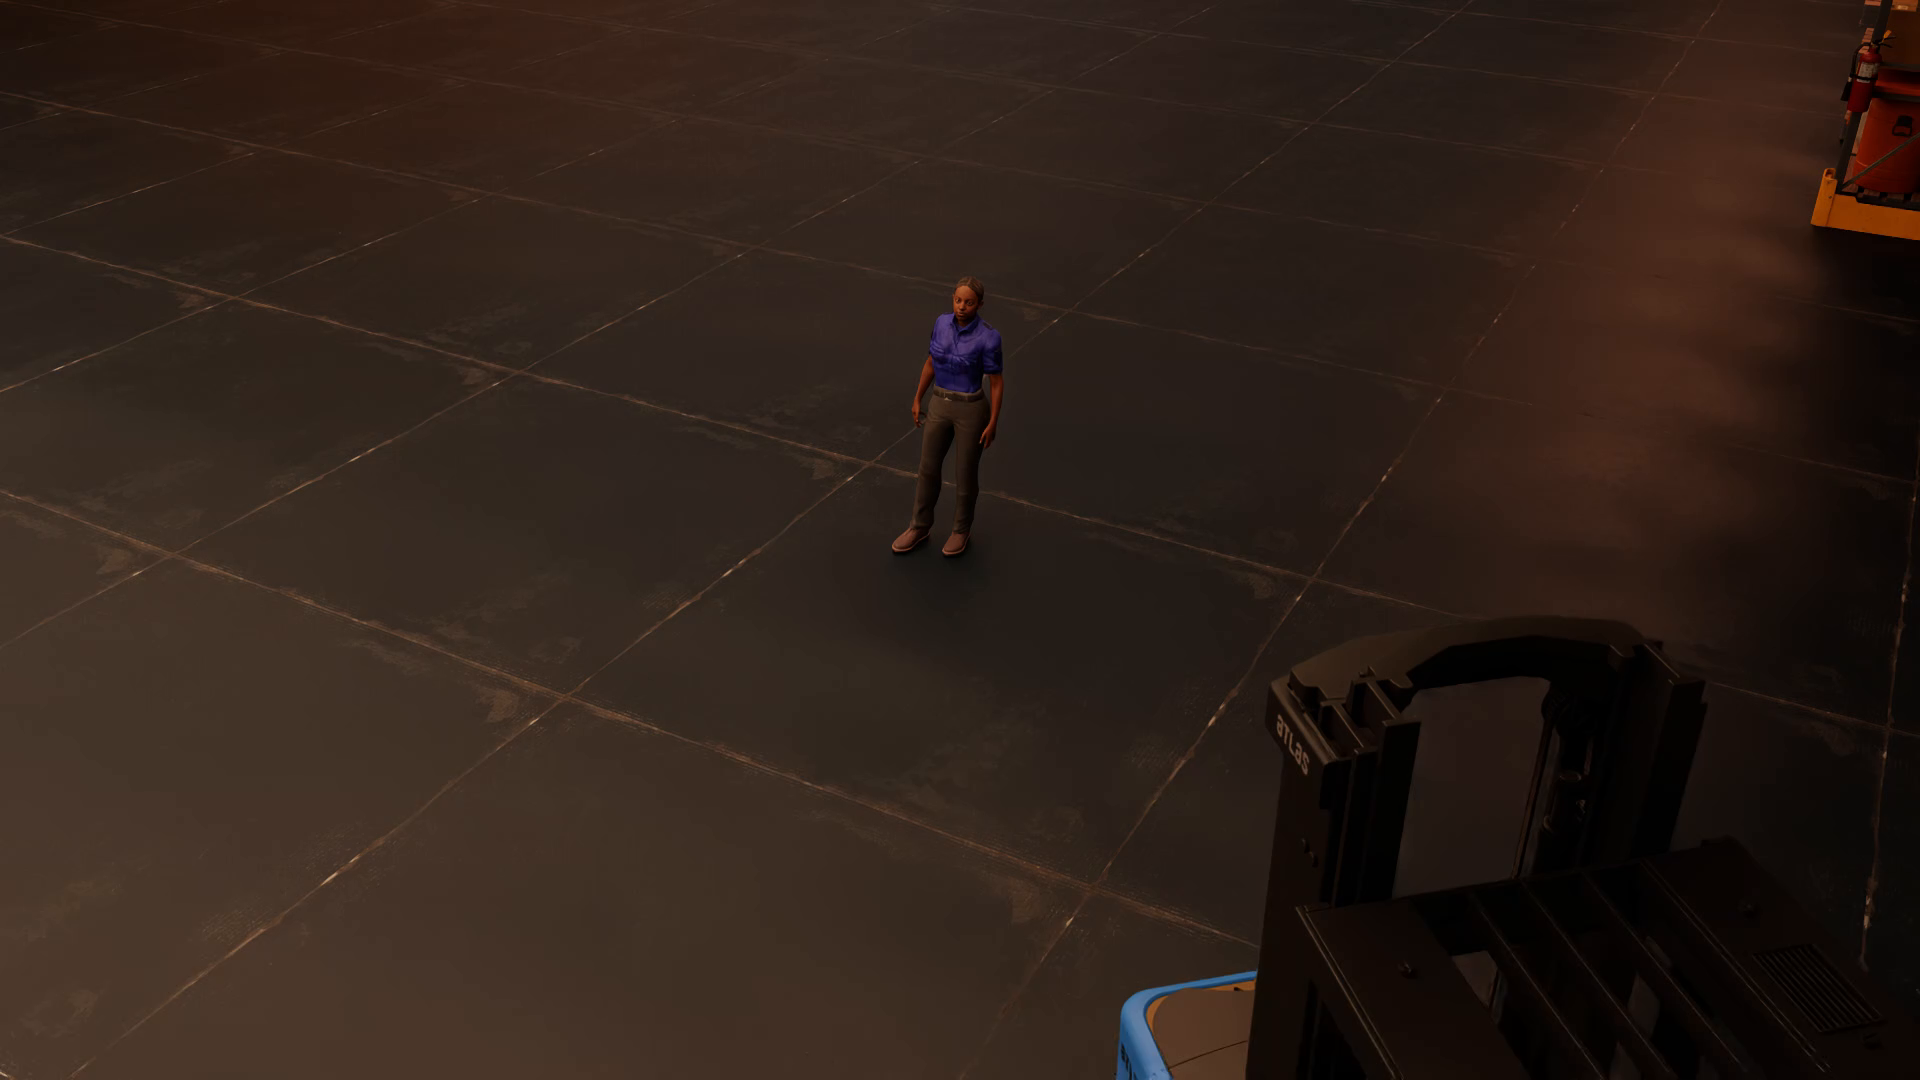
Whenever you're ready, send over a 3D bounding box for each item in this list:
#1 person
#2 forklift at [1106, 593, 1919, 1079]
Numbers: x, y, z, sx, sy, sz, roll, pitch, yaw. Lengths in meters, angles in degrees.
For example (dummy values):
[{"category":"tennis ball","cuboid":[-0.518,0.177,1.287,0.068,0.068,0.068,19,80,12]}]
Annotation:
[{"category":"person","cuboid":[-0.060,-0.689,9.527,0.569,1.656,0.503,15,33,25]},{"category":"forklift","cuboid":[1.306,1.729,4.074,1.130,2.935,3.031,-7,31,-11]}]
